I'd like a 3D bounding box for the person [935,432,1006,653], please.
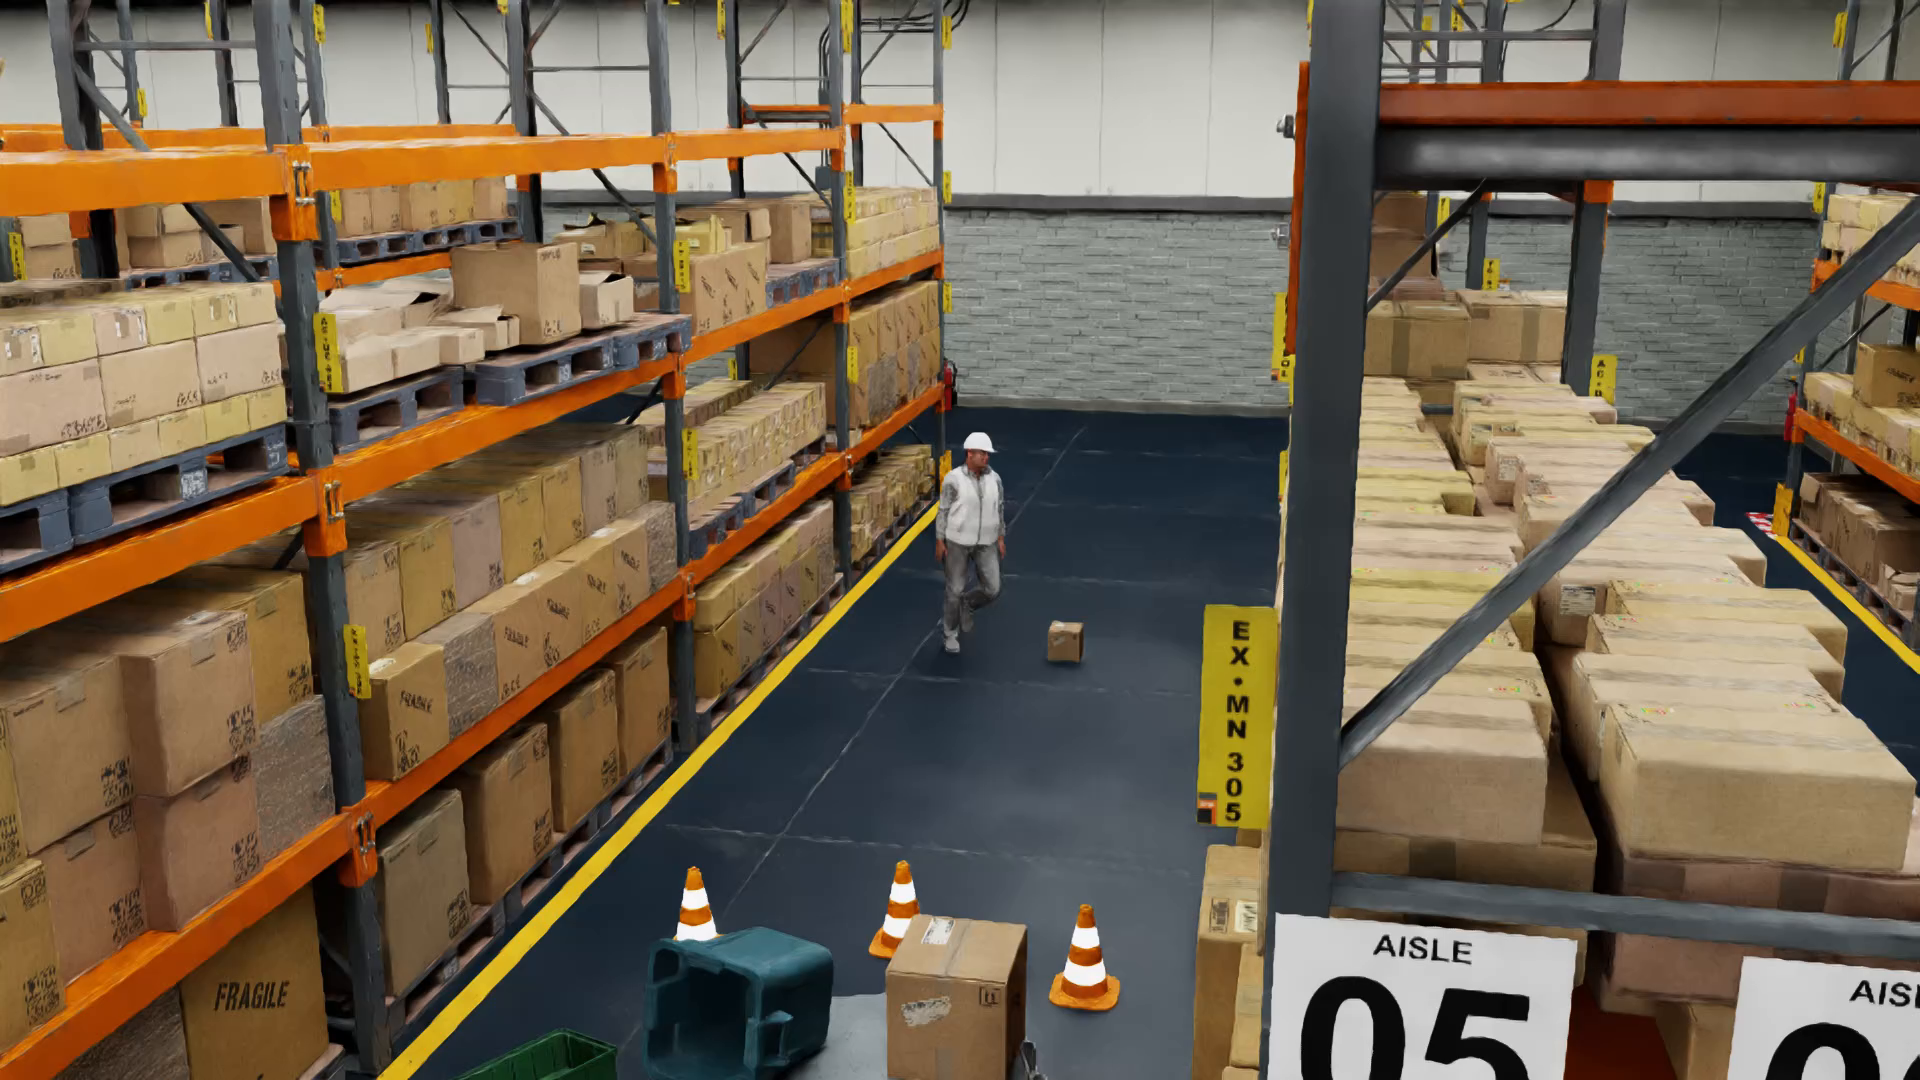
[{"bbox_3d":[0.083,-0.003,13.412,0.603,1.758,0.510,-5,16,-20],"label":"person"}]
